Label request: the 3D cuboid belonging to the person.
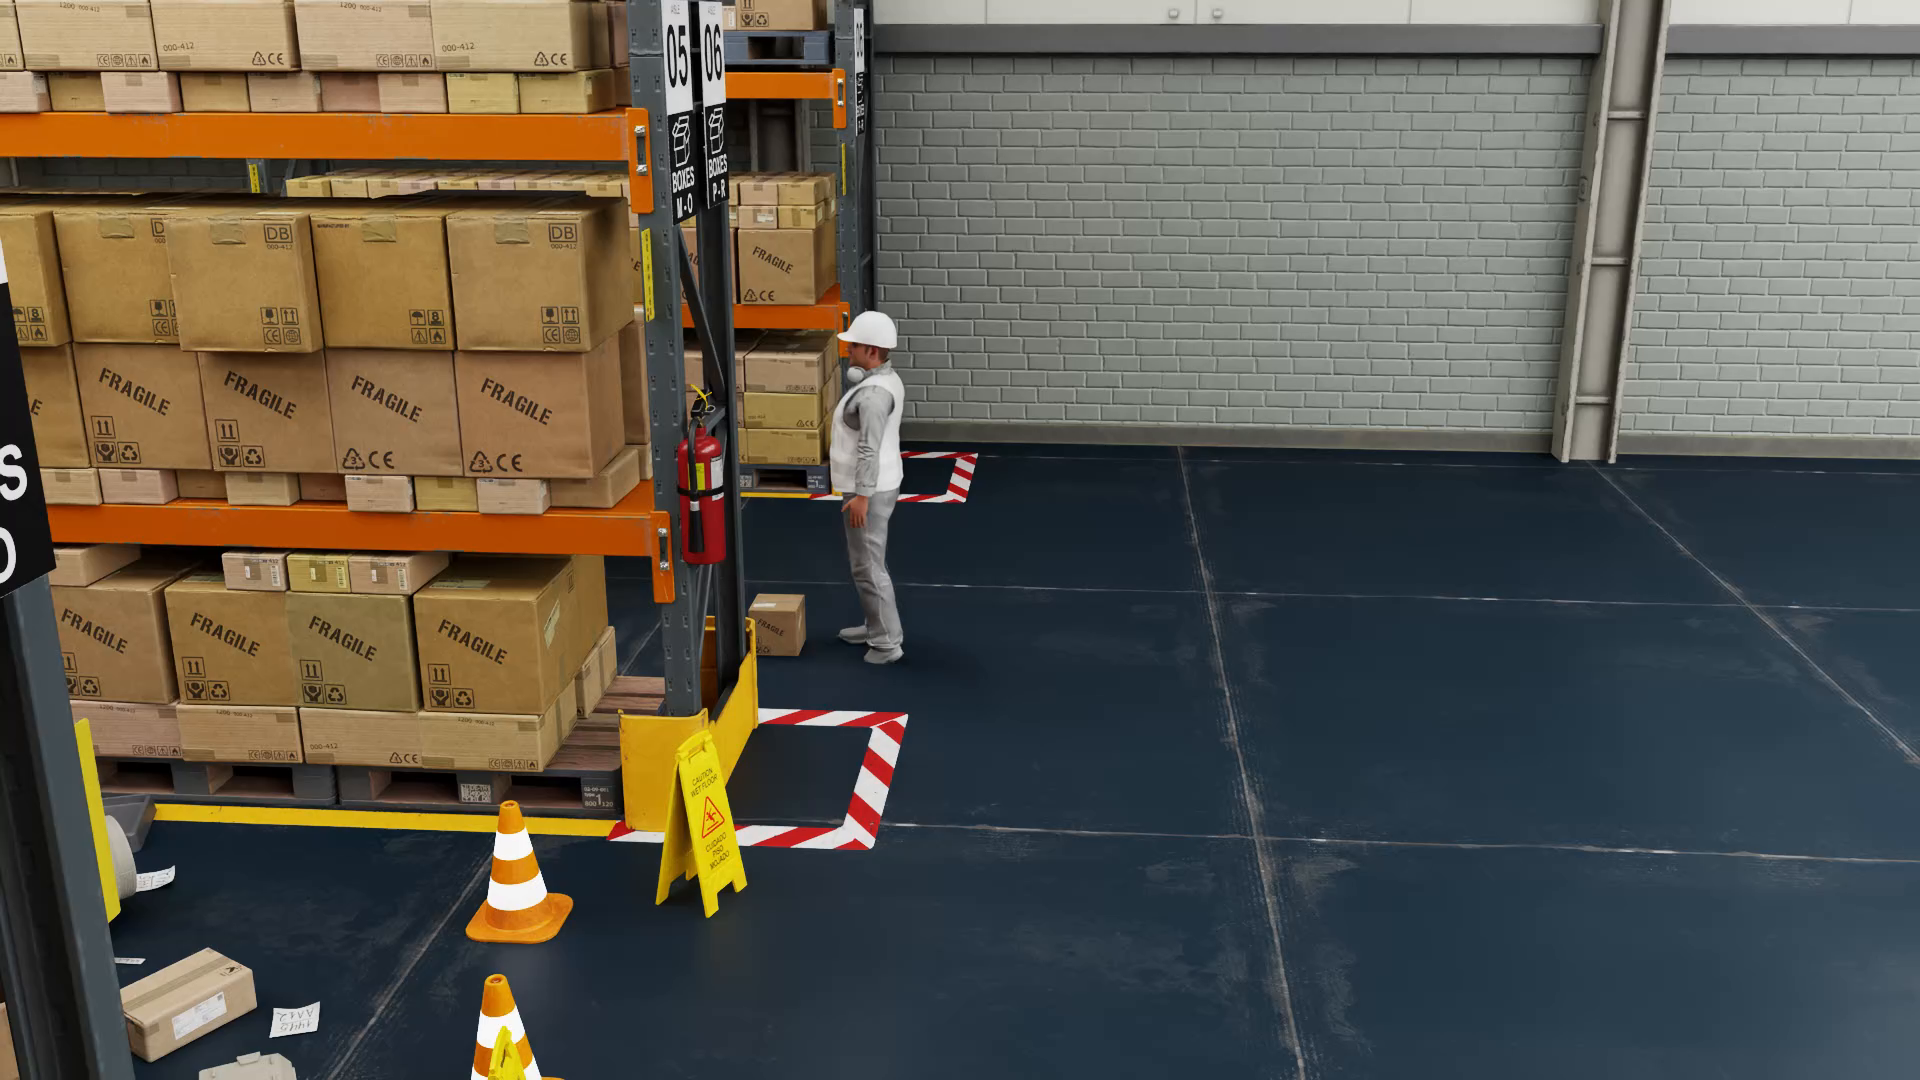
[{"bbox_3d":[-0.466,-0.236,8.382,0.374,1.838,0.534,2,17,5],"label":"person"}]
